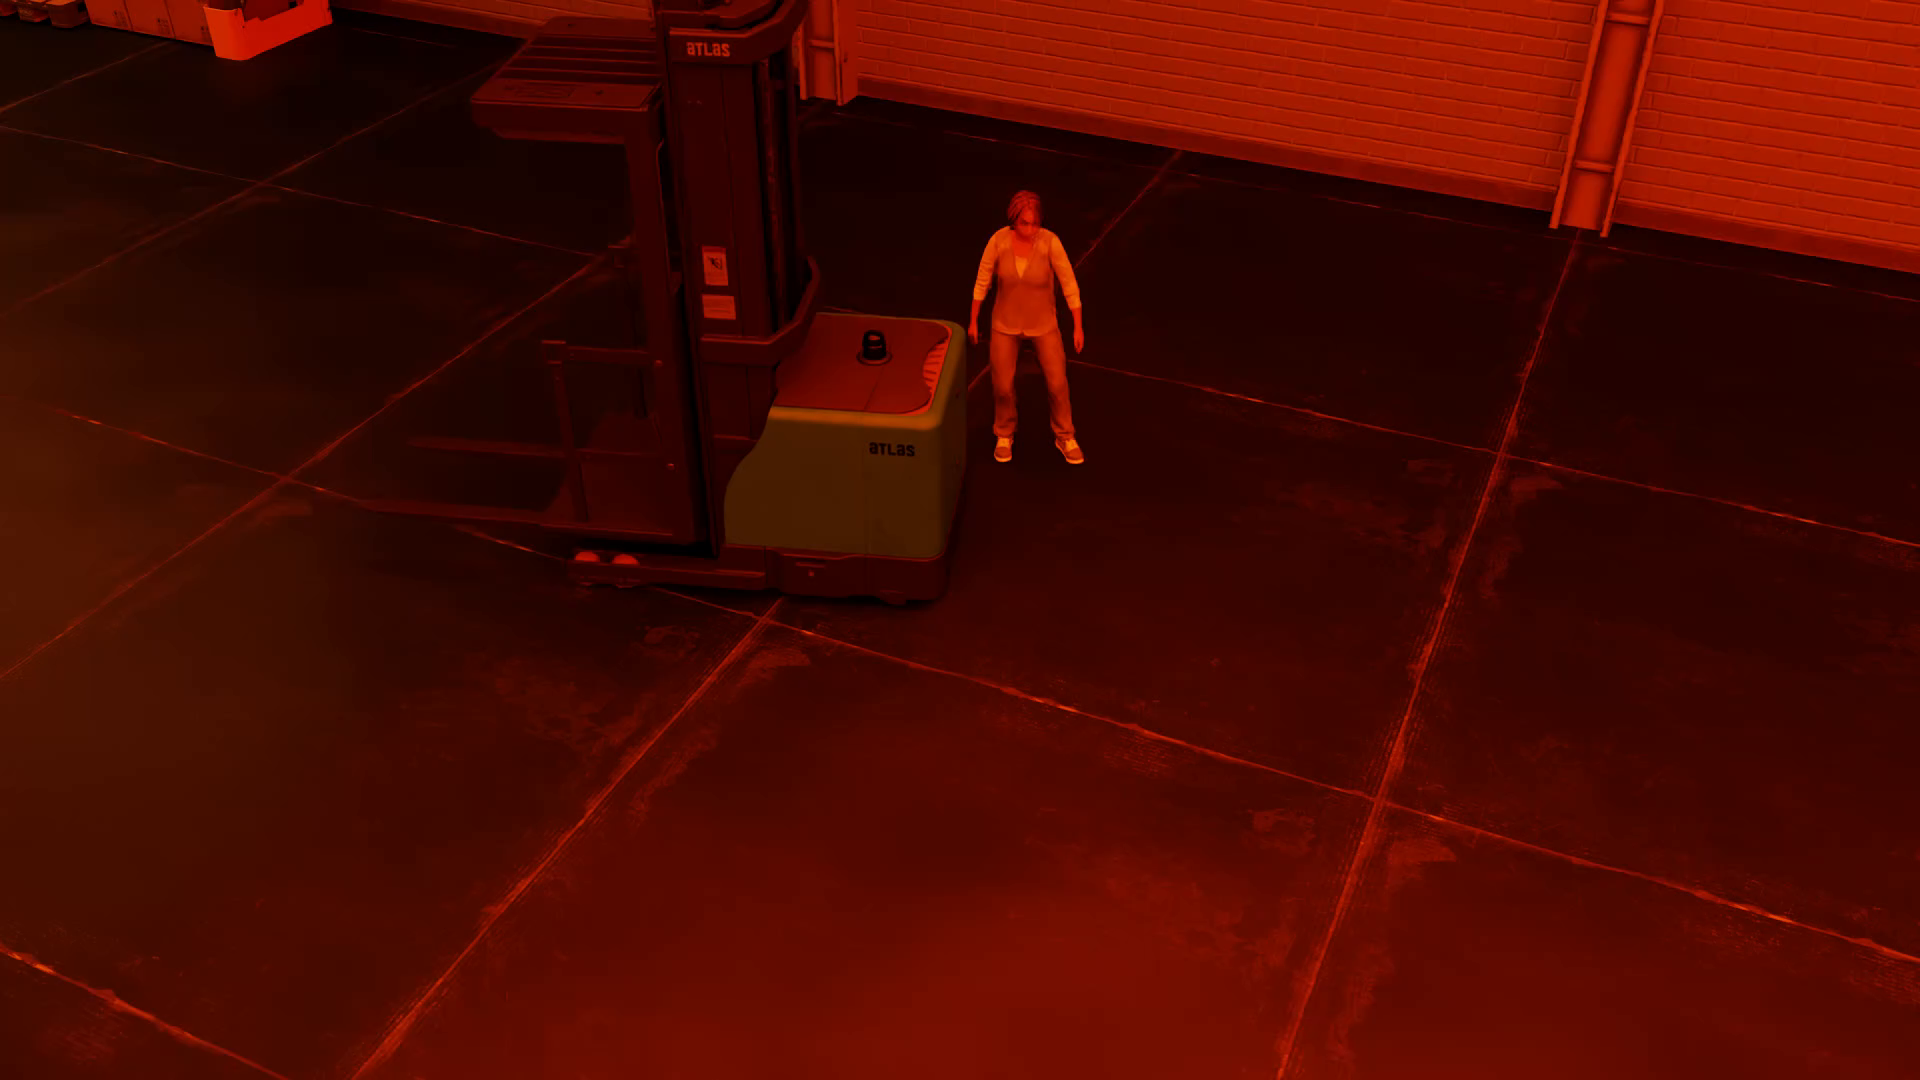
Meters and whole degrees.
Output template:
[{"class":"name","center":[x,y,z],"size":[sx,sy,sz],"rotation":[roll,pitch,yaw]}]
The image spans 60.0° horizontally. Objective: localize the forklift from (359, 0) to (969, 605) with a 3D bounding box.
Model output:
[{"class":"forklift","center":[-1.514,-1.253,7.843],"size":[3.031,2.935,1.130],"rotation":[4,36,6]}]

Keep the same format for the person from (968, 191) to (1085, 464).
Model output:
[{"class":"person","center":[0.368,-1.120,8.844],"size":[0.653,1.556,0.316],"rotation":[3,36,5]}]
